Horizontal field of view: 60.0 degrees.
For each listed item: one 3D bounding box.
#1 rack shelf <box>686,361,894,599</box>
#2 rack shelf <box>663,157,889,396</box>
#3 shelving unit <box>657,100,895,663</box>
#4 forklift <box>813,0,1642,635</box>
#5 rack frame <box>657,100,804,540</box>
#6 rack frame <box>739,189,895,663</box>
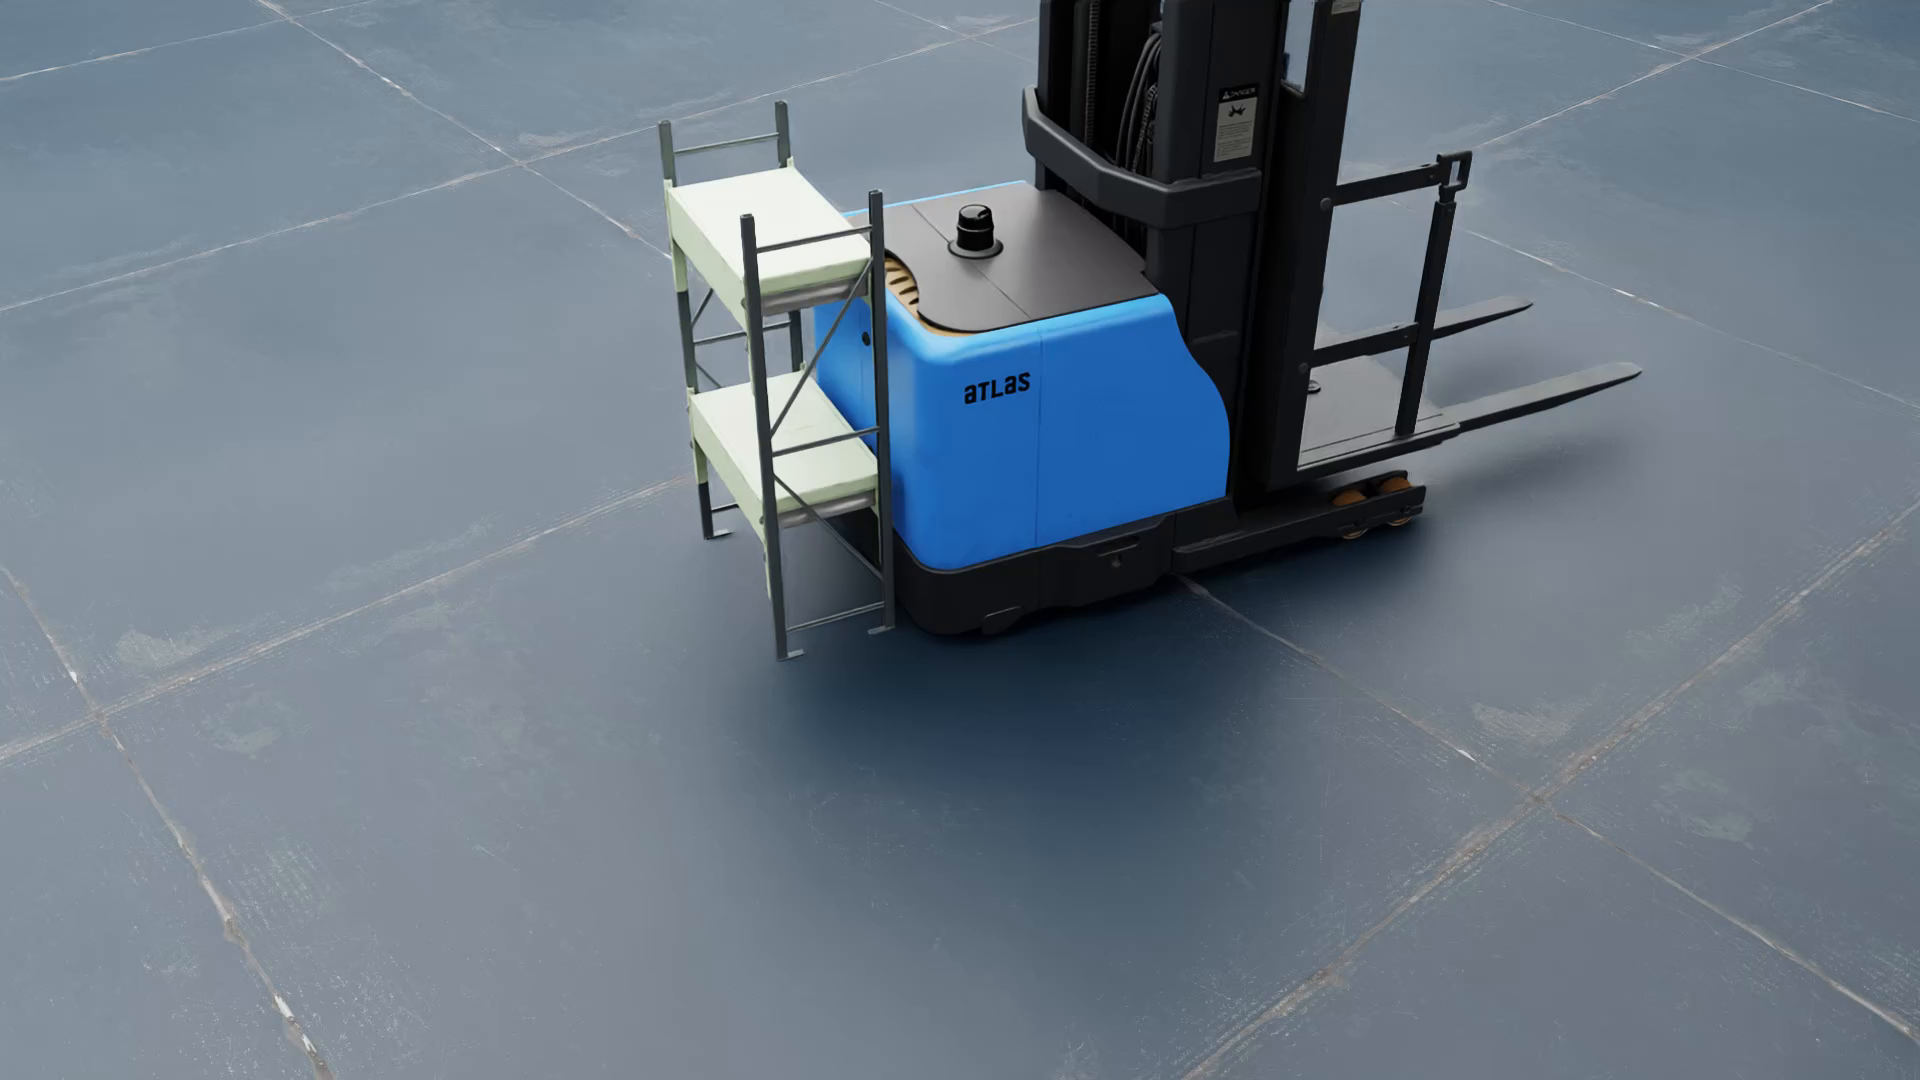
[{"bbox_3d":[-0.550,-0.208,5.310,0.431,0.370,0.720,-15,38,-20],"label":"rack shelf"},{"bbox_3d":[-0.550,-0.793,4.896,0.431,0.370,0.720,-15,38,-20],"label":"rack shelf"},{"bbox_3d":[-0.550,-0.474,5.122,0.431,1.500,0.755,-15,38,-20],"label":"shelving unit"},{"bbox_3d":[1.060,-1.462,5.278,3.031,2.935,1.130,-15,38,-20],"label":"forklift"},{"bbox_3d":[-0.706,-0.665,5.392,0.400,1.500,0.023,-15,38,-20],"label":"rack frame"},{"bbox_3d":[-0.393,-0.283,4.852,0.400,1.500,0.023,-15,38,-20],"label":"rack frame"}]
